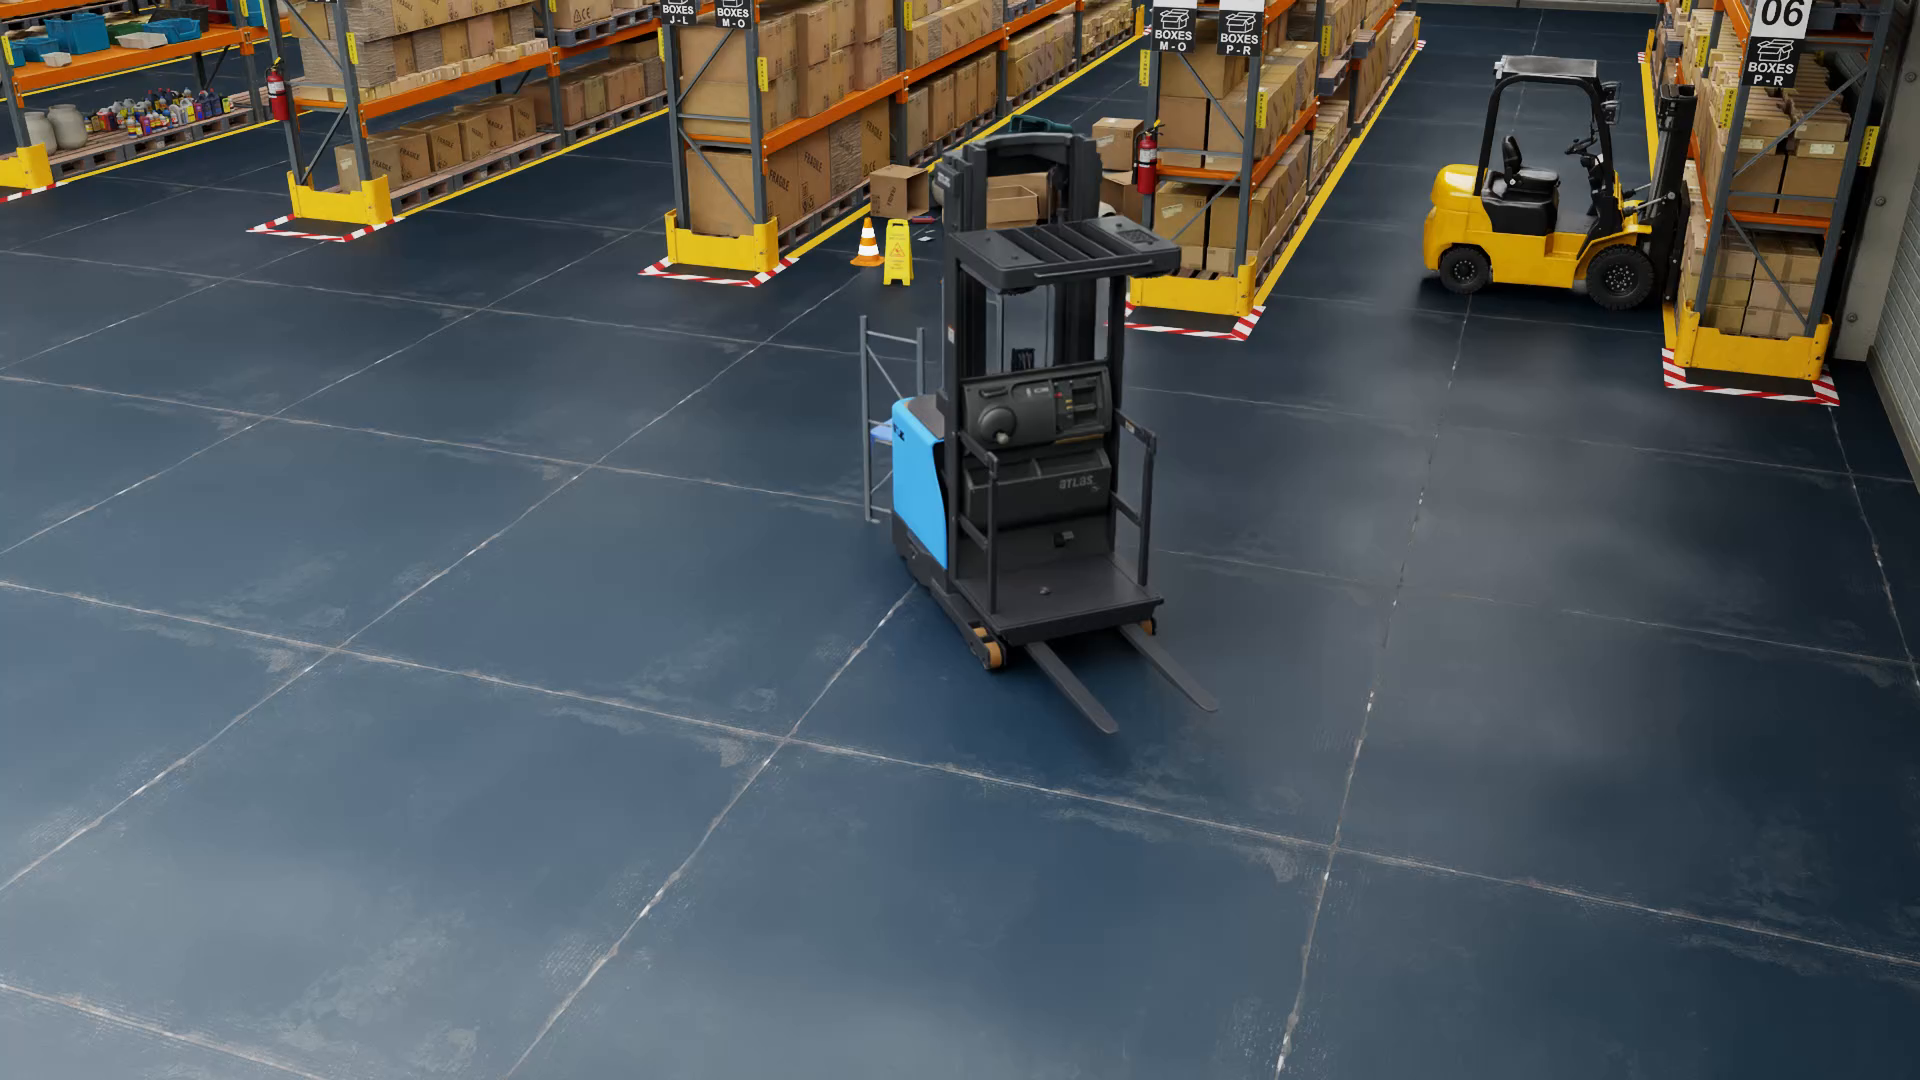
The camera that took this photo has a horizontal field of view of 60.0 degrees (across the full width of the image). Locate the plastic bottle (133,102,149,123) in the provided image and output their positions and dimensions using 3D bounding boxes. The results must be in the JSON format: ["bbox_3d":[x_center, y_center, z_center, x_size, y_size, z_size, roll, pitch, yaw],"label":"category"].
[{"bbox_3d":[-11.177,-5.833,22.700,0.152,0.276,0.135,9,27,17],"label":"plastic bottle"}]

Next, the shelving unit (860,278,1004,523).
[{"bbox_3d":[-0.181,-0.954,11.724,0.538,1.500,1.048,15,30,29],"label":"shelving unit"}]

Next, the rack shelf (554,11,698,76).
[{"bbox_3d":[-5.124,-7.176,23.678,1.077,0.370,4.000,9,27,17],"label":"rack shelf"}]

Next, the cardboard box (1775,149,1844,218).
[{"bbox_3d":[7.333,-3.087,14.293,0.500,0.500,0.500,10,27,19],"label":"cardboard box"}]

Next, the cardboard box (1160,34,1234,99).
[{"bbox_3d":[2.188,-4.468,15.655,0.700,0.500,0.500,8,27,16],"label":"cardboard box"}]

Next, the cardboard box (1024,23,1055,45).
[{"bbox_3d":[1.160,-7.835,25.740,0.500,0.250,0.500,8,27,15],"label":"cardboard box"}]

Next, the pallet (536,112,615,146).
[{"bbox_3d":[-5.532,-5.743,23.093,1.003,0.211,1.213,9,27,17],"label":"pallet"}]

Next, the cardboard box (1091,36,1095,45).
[{"bbox_3d":[2.100,-8.544,28.468,0.380,0.149,0.250,8,27,16],"label":"cardboard box"}]

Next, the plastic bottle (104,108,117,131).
[{"bbox_3d":[-11.384,-5.631,22.273,0.061,0.283,0.133,9,27,17],"label":"plastic bottle"}]

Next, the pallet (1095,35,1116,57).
[{"bbox_3d":[2.110,-8.734,29.270,1.003,0.211,1.213,9,27,17],"label":"pallet"}]

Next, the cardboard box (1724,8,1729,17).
[{"bbox_3d":[9.887,-6.589,21.044,0.500,0.500,0.500,10,28,20],"label":"cardboard box"}]

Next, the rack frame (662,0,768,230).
[{"bbox_3d":[-2.477,-4.273,16.858,1.000,3.000,0.127,9,27,17],"label":"rack frame"}]

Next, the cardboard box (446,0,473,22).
[{"bbox_3d":[-6.182,-6.466,19.783,0.500,0.500,0.500,9,27,17],"label":"cardboard box"}]

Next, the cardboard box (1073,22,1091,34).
[{"bbox_3d":[1.973,-8.595,27.889,0.380,0.149,0.250,10,28,20],"label":"cardboard box"}]

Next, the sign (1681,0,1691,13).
[{"bbox_3d":[9.054,-6.727,20.687,0.100,0.325,0.005,9,27,17],"label":"sign"}]

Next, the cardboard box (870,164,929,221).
[{"bbox_3d":[-0.695,-4.007,19.172,0.500,0.500,0.500,14,29,26],"label":"cardboard box"}]

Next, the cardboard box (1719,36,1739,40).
[{"bbox_3d":[8.539,-5.562,18.659,0.380,0.149,0.250,9,27,18],"label":"cardboard box"}]

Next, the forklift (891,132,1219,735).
[{"bbox_3d":[0.548,-0.755,9.670,1.130,2.935,3.031,-10,27,-19],"label":"forklift"}]

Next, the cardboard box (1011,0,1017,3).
[{"bbox_3d":[0.614,-7.902,24.158,0.380,0.149,0.250,10,28,20],"label":"cardboard box"}]

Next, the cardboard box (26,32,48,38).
[{"bbox_3d":[-14.415,-7.872,26.319,0.500,0.311,0.500,8,27,16],"label":"cardboard box"}]

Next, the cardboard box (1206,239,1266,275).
[{"bbox_3d":[2.753,-2.840,16.570,0.500,0.250,0.500,9,27,17],"label":"cardboard box"}]

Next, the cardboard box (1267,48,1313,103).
[{"bbox_3d":[3.477,-4.989,17.879,0.500,0.500,0.500,10,27,19],"label":"cardboard box"}]

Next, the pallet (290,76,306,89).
[{"bbox_3d":[-9.832,-6.973,25.632,1.003,0.211,1.213,9,27,17],"label":"pallet"}]

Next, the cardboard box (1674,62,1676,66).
[{"bbox_3d":[10.435,-6.825,23.770,0.380,0.149,0.250,7,27,15],"label":"cardboard box"}]

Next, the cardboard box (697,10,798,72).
[{"bbox_3d":[-2.221,-5.213,17.388,0.875,0.550,0.550,9,27,17],"label":"cardboard box"}]

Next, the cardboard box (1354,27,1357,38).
[{"bbox_3d":[4.845,-6.459,21.178,0.380,0.149,0.250,7,27,15],"label":"cardboard box"}]

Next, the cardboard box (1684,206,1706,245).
[{"bbox_3d":[7.088,-2.934,15.618,0.500,0.250,0.500,9,27,18],"label":"cardboard box"}]

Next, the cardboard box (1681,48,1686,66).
[{"bbox_3d":[9.190,-5.952,20.497,0.500,0.250,0.500,9,27,18],"label":"cardboard box"}]

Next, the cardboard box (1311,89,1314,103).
[{"bbox_3d":[3.736,-4.952,18.547,0.380,0.149,0.250,8,27,17],"label":"cardboard box"}]

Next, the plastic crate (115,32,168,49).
[{"bbox_3d":[-10.762,-6.574,21.911,0.530,0.136,0.437,9,27,17],"label":"plastic crate"}]

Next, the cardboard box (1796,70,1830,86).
[{"bbox_3d":[8.089,-4.395,15.908,0.380,0.149,0.250,8,27,17],"label":"cardboard box"}]

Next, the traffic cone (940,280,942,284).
[{"bbox_3d":[-0.009,-2.840,16.809,0.336,0.463,0.334,9,27,17],"label":"traffic cone"}]

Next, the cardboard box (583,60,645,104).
[{"bbox_3d":[-5.018,-6.653,24.135,0.700,0.500,0.500,11,28,22],"label":"cardboard box"}]

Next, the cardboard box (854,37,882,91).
[{"bbox_3d":[-1.419,-5.602,19.430,0.875,0.550,0.550,9,27,17],"label":"cardboard box"}]

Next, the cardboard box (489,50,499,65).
[{"bbox_3d":[-6.002,-6.036,20.787,0.380,0.149,0.250,9,27,17],"label":"cardboard box"}]

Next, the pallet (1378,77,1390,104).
[{"bbox_3d":[6.032,-6.945,25.576,1.003,0.211,1.213,9,27,17],"label":"pallet"}]

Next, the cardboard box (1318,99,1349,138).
[{"bbox_3d":[4.689,-5.660,22.256,0.950,0.372,0.625,7,27,14],"label":"cardboard box"}]

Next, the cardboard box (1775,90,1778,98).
[{"bbox_3d":[7.947,-4.159,15.763,0.380,0.149,0.250,8,27,17],"label":"cardboard box"}]

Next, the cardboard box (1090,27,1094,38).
[{"bbox_3d":[2.078,-8.680,28.407,0.380,0.149,0.250,7,27,15],"label":"cardboard box"}]

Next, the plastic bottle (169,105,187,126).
[{"bbox_3d":[-10.632,-5.784,22.599,0.152,0.276,0.135,9,27,18],"label":"plastic bottle"}]

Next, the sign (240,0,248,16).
[{"bbox_3d":[-9.945,-7.437,23.073,0.100,0.325,0.005,9,27,17],"label":"sign"}]

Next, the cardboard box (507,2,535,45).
[{"bbox_3d":[-5.998,-6.681,21.374,0.875,0.500,0.500,9,27,17],"label":"cardboard box"}]

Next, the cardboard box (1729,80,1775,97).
[{"bbox_3d":[7.332,-4.159,15.420,0.380,0.149,0.250,9,27,18],"label":"cardboard box"}]

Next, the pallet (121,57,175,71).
[{"bbox_3d":[-14.110,-8.172,28.110,1.003,0.211,1.213,9,27,17],"label":"pallet"}]

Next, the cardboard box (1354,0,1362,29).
[{"bbox_3d":[4.836,-6.811,21.162,0.500,0.500,0.500,8,27,17],"label":"cardboard box"}]

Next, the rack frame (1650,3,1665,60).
[{"bbox_3d":[12.231,-9.454,27.558,1.000,3.000,0.127,9,27,17],"label":"rack frame"}]

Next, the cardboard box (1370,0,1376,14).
[{"bbox_3d":[5.461,-7.427,22.969,0.500,0.250,0.500,9,27,19],"label":"cardboard box"}]

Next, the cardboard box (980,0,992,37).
[{"bbox_3d":[0.121,-7.177,22.740,0.500,0.500,0.500,9,27,17],"label":"cardboard box"}]

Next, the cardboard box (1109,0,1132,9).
[{"bbox_3d":[2.910,-9.768,30.313,0.380,0.149,0.250,9,27,18],"label":"cardboard box"}]

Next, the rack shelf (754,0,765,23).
[{"bbox_3d":[-1.812,-6.122,18.058,1.077,0.370,4.000,9,27,17],"label":"rack shelf"}]

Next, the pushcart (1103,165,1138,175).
[{"bbox_3d":[1.389,-4.371,20.068,1.648,0.377,0.936,0,26,-1],"label":"pushcart"}]

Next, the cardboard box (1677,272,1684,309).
[{"bbox_3d":[6.939,-2.272,15.398,0.500,0.250,0.500,9,27,17],"label":"cardboard box"}]

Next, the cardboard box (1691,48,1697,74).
[{"bbox_3d":[8.500,-5.341,18.660,0.500,0.250,0.500,9,27,18],"label":"cardboard box"}]

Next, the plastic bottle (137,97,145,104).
[{"bbox_3d":[-11.278,-5.961,22.955,0.061,0.283,0.133,10,28,20],"label":"plastic bottle"}]

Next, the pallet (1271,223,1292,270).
[{"bbox_3d":[2.961,-3.202,17.844,1.003,0.211,1.213,9,27,17],"label":"pallet"}]
